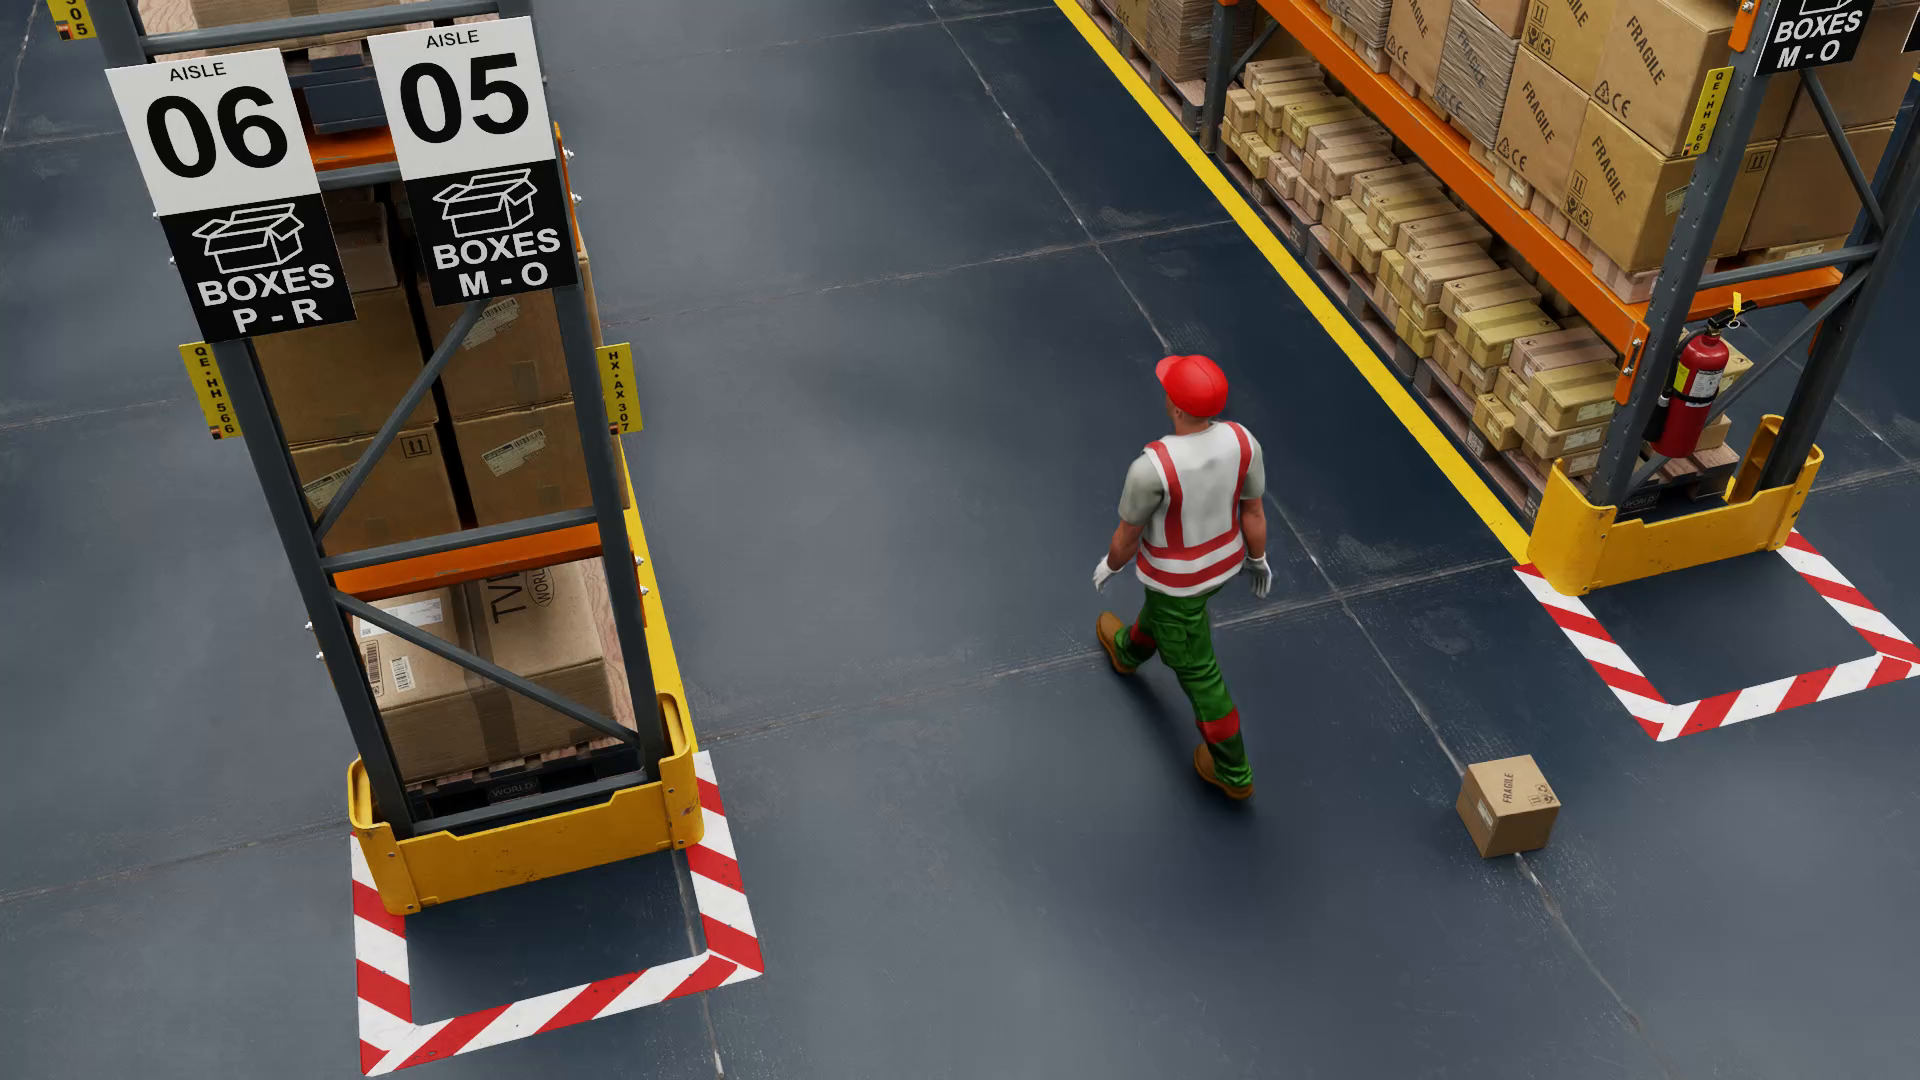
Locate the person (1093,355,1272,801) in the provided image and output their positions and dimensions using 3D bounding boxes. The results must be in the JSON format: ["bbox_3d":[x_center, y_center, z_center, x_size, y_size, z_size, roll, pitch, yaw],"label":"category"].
[{"bbox_3d":[0.804,0.074,6.077,0.577,1.733,1.087,-24,47,-24],"label":"person"}]
